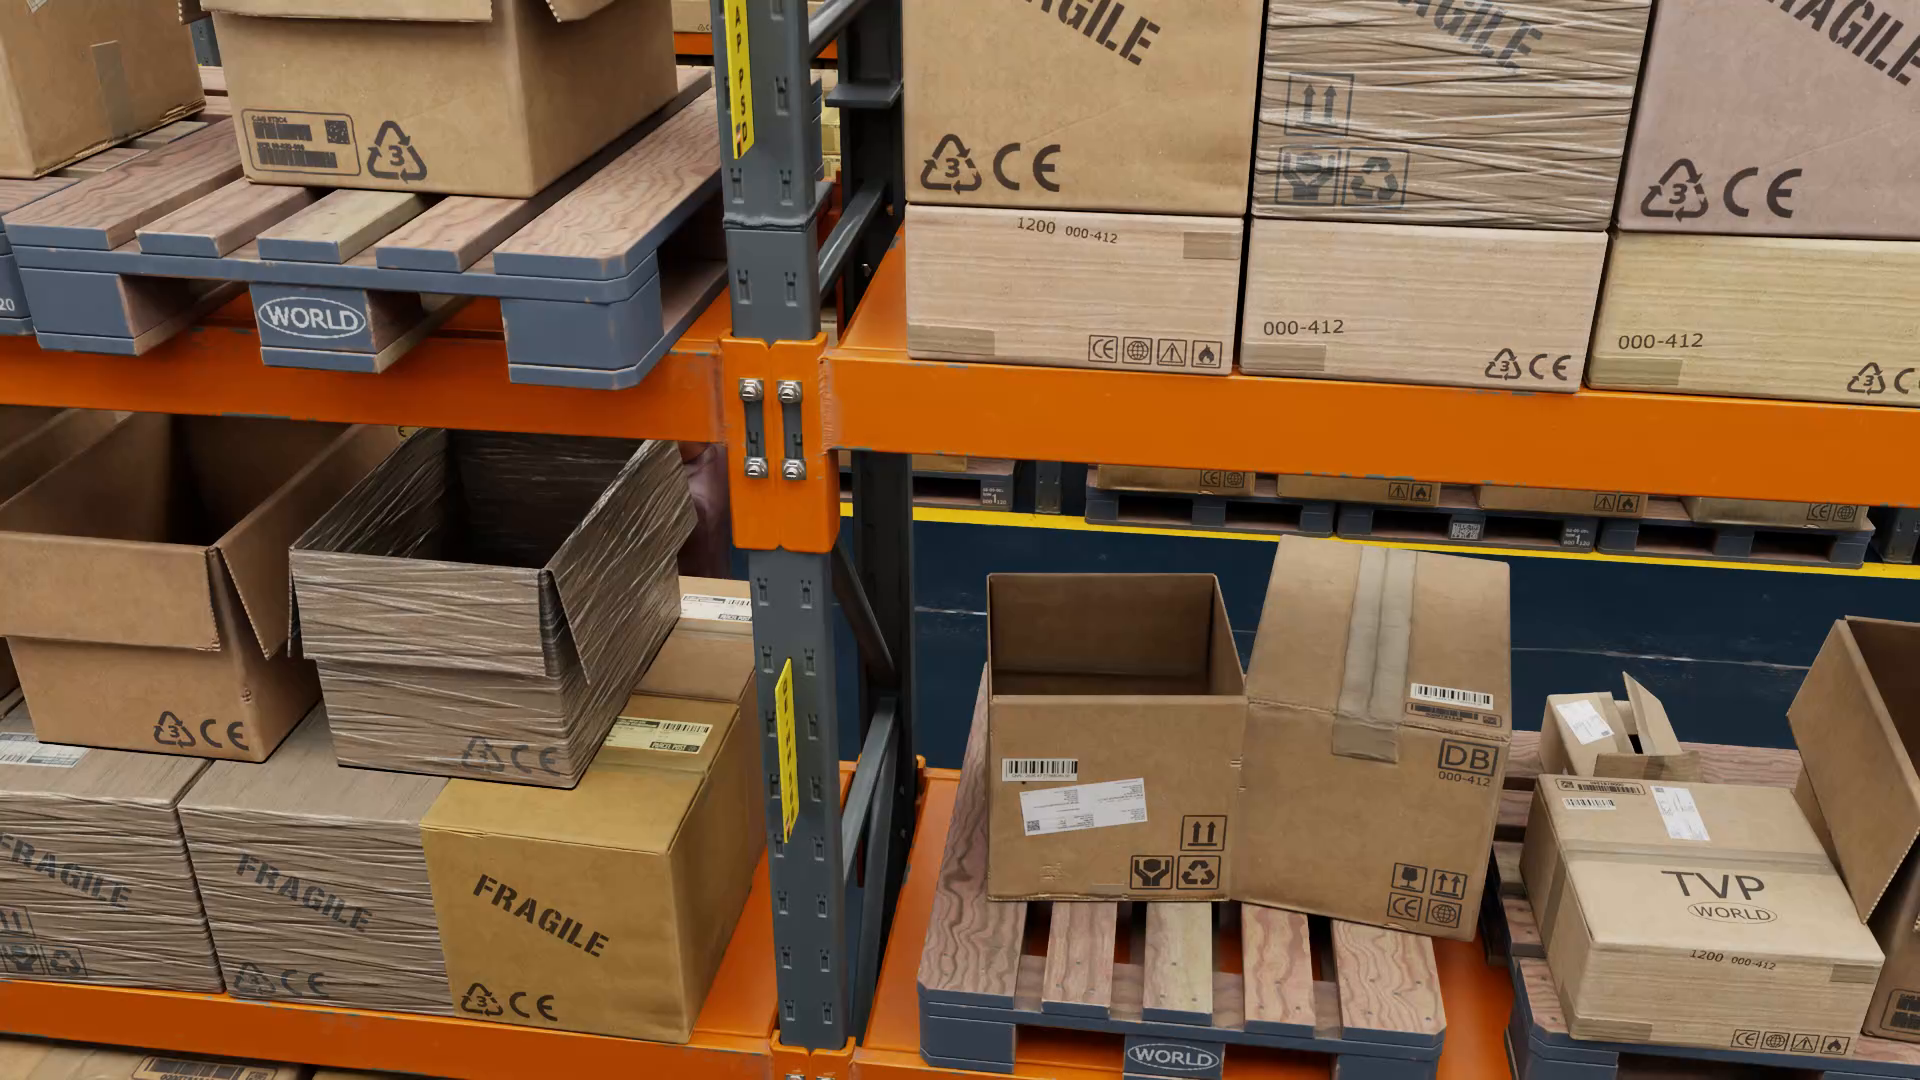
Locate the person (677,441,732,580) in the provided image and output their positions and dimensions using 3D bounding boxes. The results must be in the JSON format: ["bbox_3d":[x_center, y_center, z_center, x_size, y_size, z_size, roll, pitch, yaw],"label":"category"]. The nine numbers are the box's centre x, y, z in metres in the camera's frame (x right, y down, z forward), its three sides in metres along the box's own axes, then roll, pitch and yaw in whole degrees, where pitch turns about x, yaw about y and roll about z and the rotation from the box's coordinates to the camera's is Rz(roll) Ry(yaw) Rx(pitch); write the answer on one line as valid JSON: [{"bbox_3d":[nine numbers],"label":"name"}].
[{"bbox_3d":[-0.876,0.302,5.538,0.494,1.779,0.616,1,28,2],"label":"person"}]
